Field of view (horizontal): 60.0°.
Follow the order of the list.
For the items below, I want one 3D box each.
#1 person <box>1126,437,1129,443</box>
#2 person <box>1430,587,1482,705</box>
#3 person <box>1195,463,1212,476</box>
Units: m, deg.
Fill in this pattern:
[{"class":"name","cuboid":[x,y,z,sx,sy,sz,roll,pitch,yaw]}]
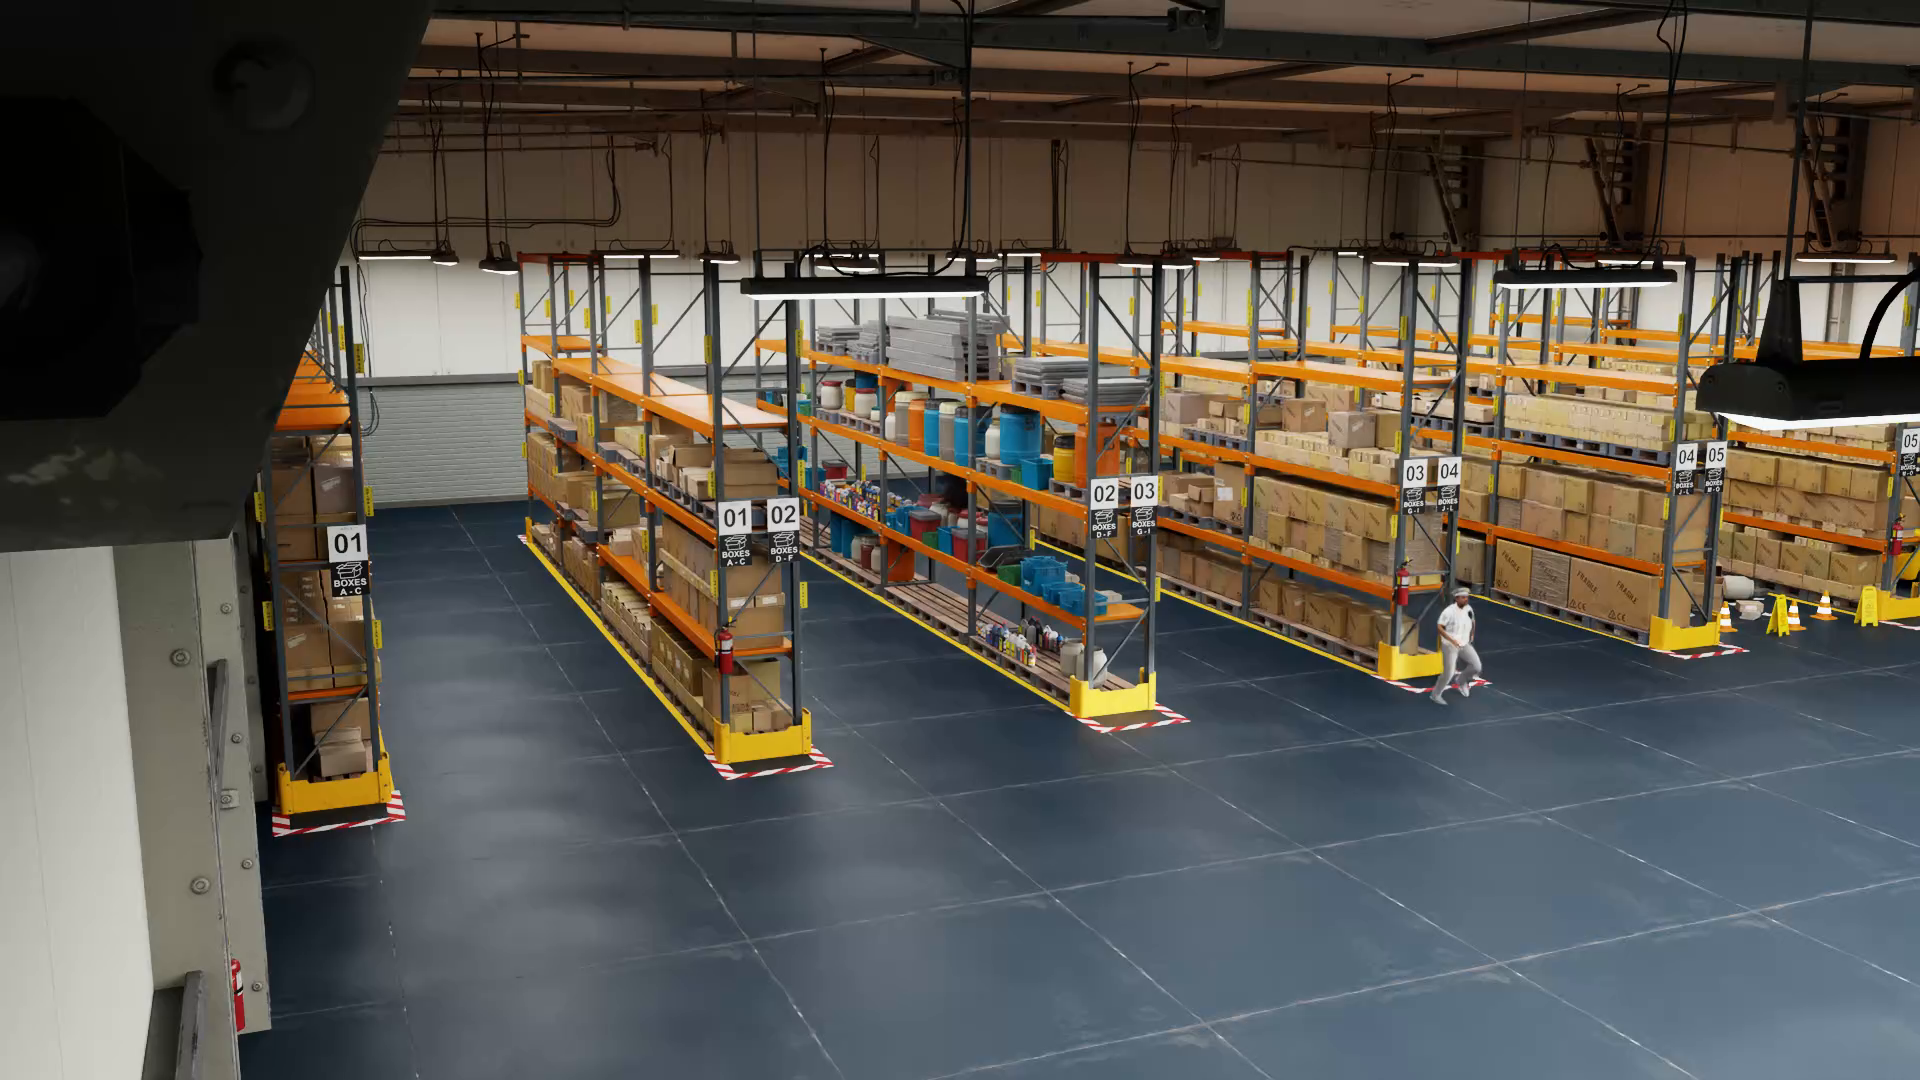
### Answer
[{"class":"person","cuboid":[3.864,-1.524,38.684,0.657,1.799,0.924,-5,11,-25]},{"class":"person","cuboid":[6.843,1.441,22.732,0.680,1.641,0.558,-5,12,-26]},{"class":"person","cuboid":[6.142,-2.070,41.628,0.684,1.723,0.534,-8,13,-36]}]
